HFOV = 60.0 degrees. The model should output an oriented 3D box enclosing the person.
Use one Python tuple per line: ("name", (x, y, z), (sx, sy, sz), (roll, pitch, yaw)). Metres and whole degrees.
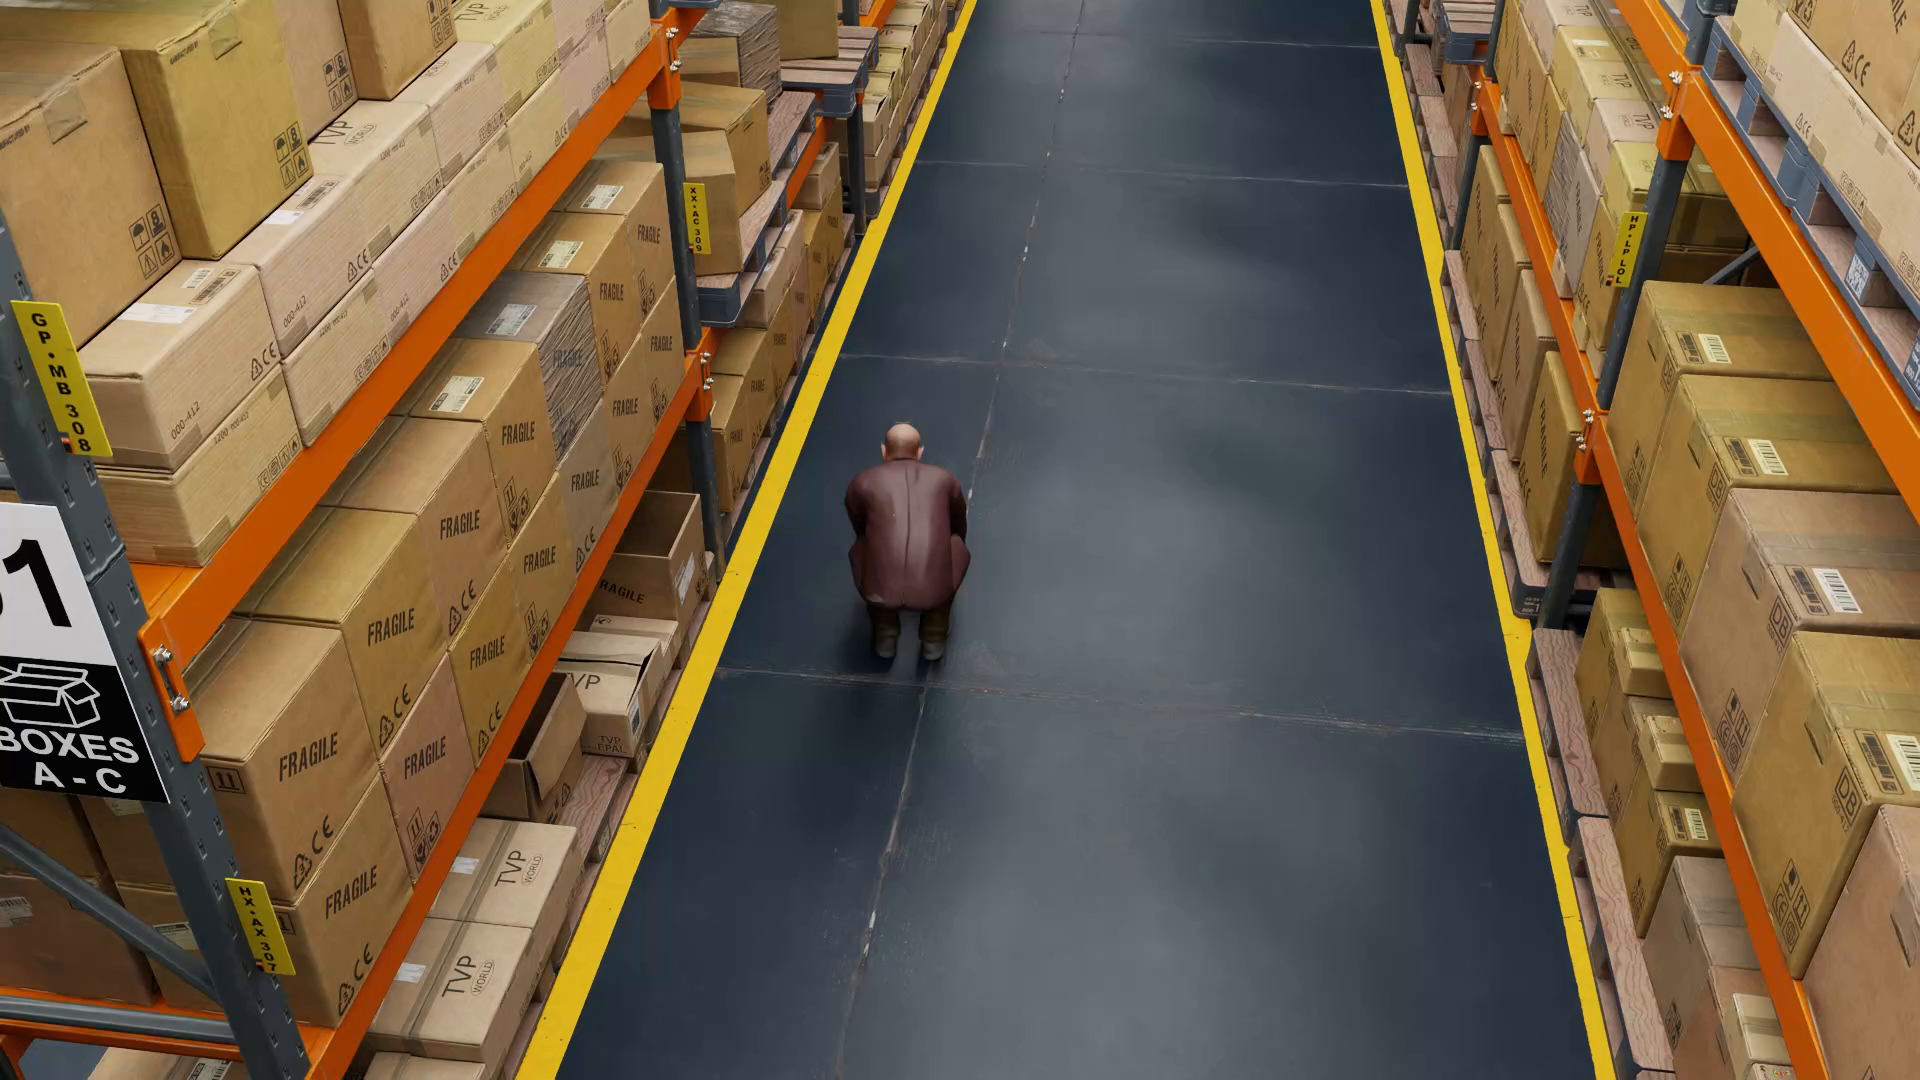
("person", (-0.244, 0.038, 7.739), (0.603, 0.920, 0.907), (3, 36, 4))
